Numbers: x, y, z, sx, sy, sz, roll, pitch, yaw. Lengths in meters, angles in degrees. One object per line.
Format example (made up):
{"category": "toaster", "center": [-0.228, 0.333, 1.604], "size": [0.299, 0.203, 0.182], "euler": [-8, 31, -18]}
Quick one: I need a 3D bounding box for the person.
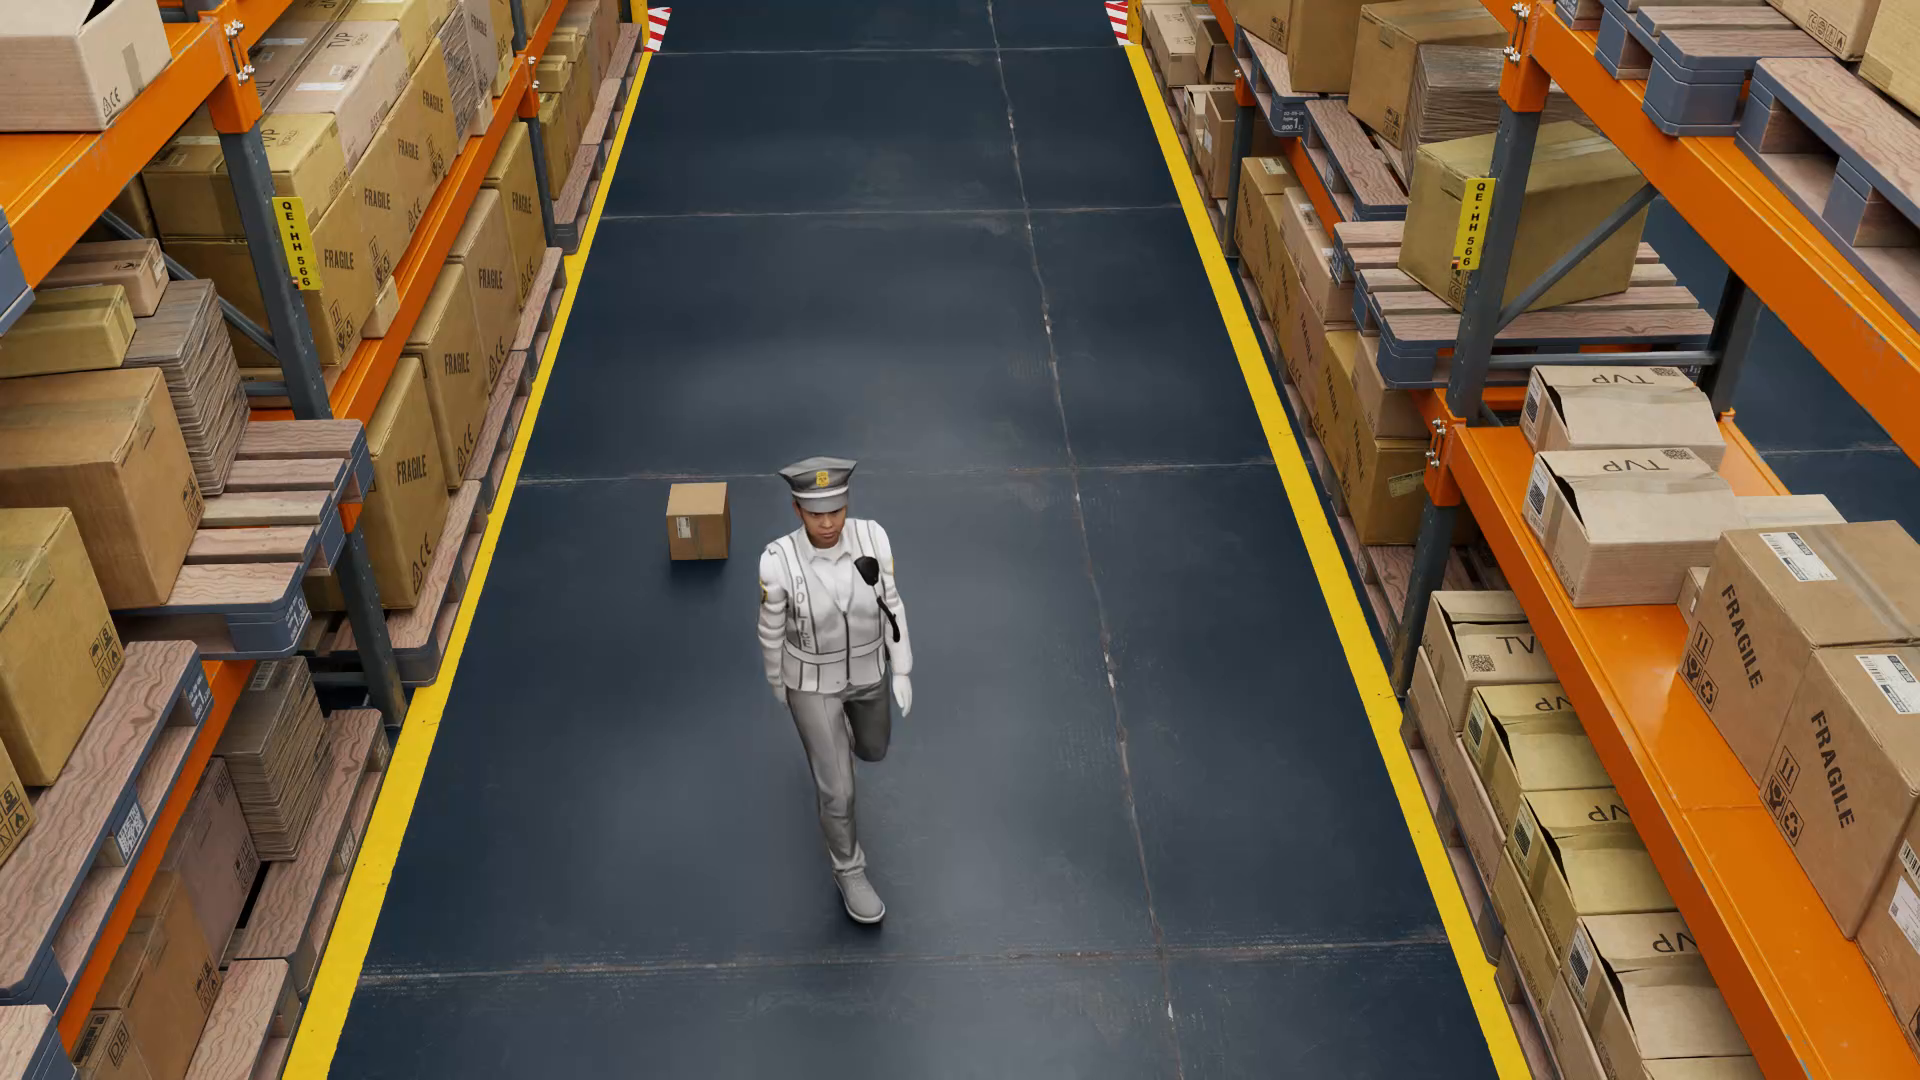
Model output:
{"category": "person", "center": [-0.411, 0.423, 5.503], "size": [0.479, 1.652, 0.801], "euler": [-15, 38, -20]}
